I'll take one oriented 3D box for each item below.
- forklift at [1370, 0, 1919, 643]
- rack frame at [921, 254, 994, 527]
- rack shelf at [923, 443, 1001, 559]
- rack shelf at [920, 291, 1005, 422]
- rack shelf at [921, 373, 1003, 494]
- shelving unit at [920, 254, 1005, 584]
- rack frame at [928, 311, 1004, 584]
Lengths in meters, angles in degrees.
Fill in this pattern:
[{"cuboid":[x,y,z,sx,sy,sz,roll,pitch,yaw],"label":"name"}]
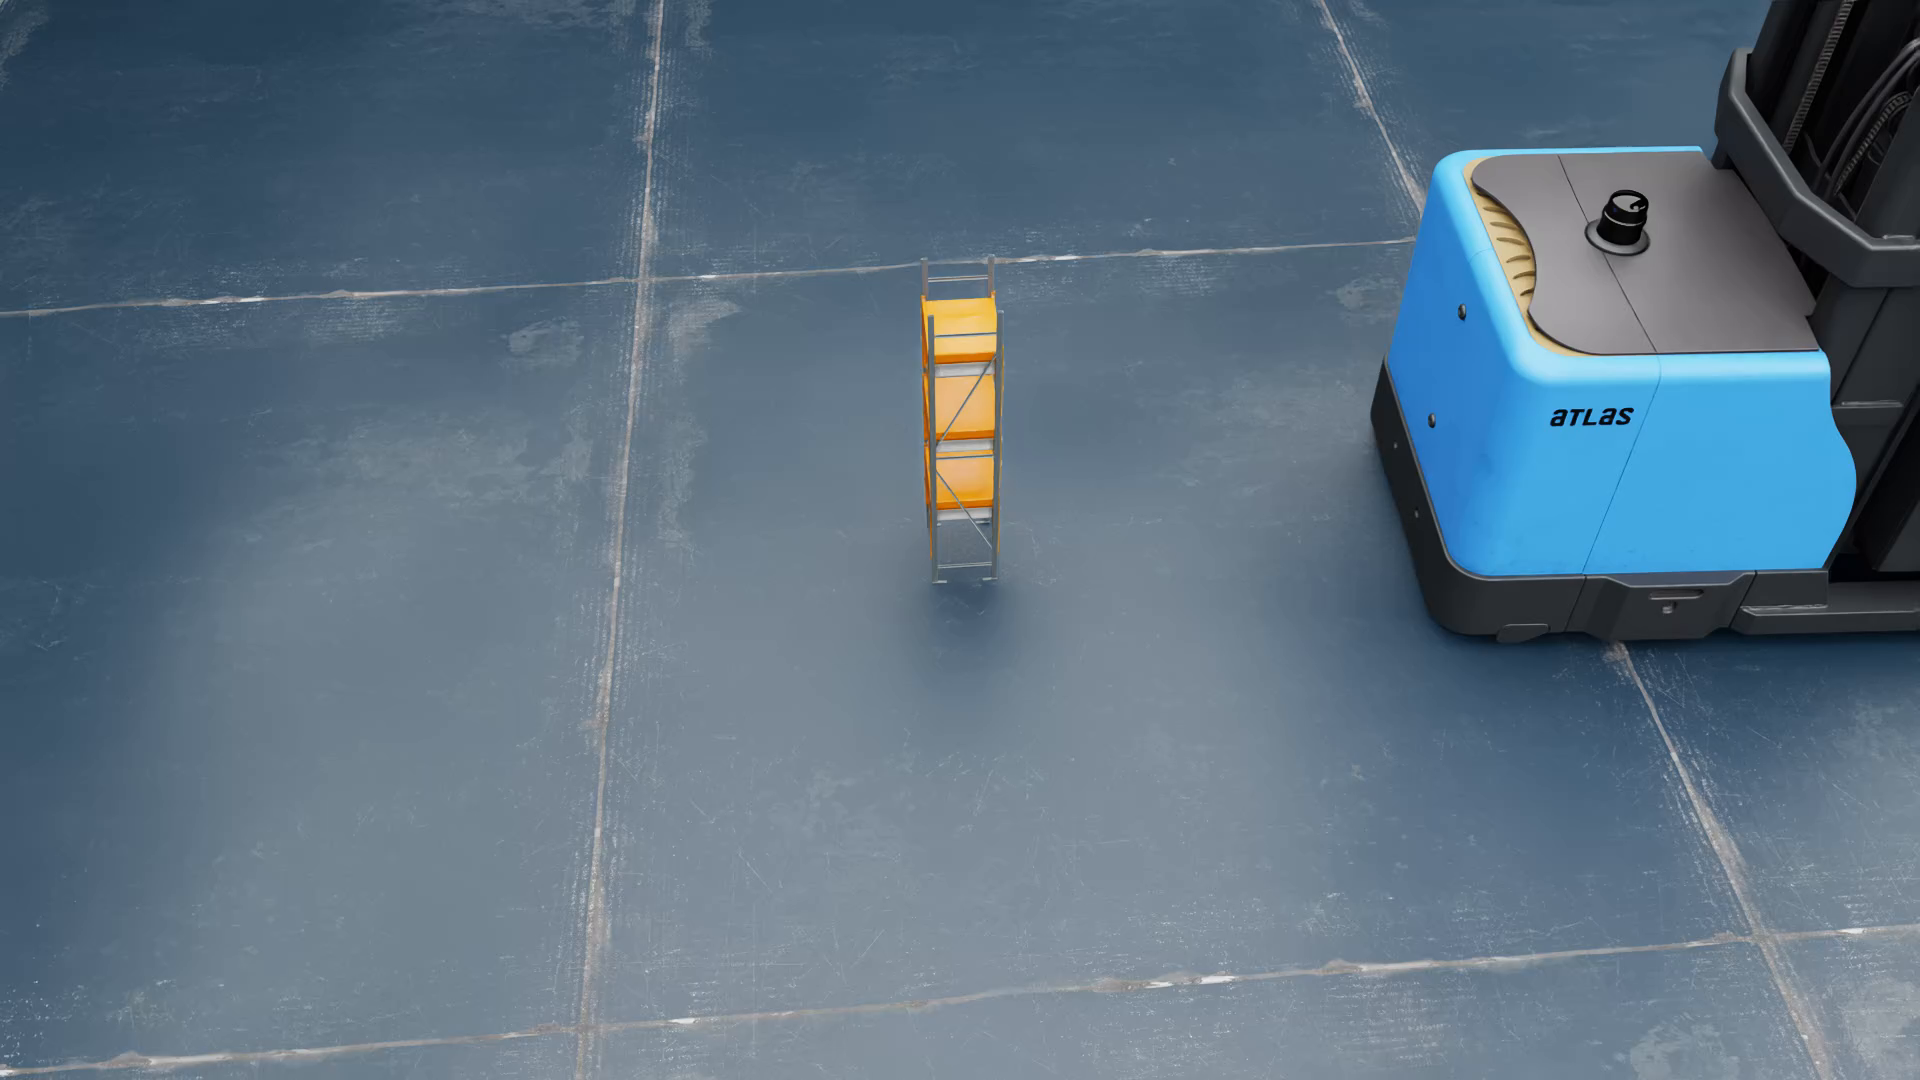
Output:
[{"cuboid":[2.895,-1.095,4.268,3.031,2.935,1.130,-1,47,-1],"label":"forklift"},{"cuboid":[-0.006,-0.411,4.916,0.200,1.050,0.008,-3,47,-3],"label":"rack frame"},{"cuboid":[0.004,-0.124,5.042,0.215,0.259,0.240,-3,47,-3],"label":"rack shelf"},{"cuboid":[0.004,-0.510,4.634,0.215,0.259,0.240,-3,47,-3],"label":"rack shelf"},{"cuboid":[0.004,-0.315,4.840,0.215,0.259,0.240,-3,47,-3],"label":"rack shelf"},{"cuboid":[0.004,-0.322,4.832,0.215,1.050,0.252,-3,47,-3],"label":"shelving unit"},{"cuboid":[0.015,-0.234,4.749,0.200,1.050,0.008,-3,47,-3],"label":"rack frame"}]
